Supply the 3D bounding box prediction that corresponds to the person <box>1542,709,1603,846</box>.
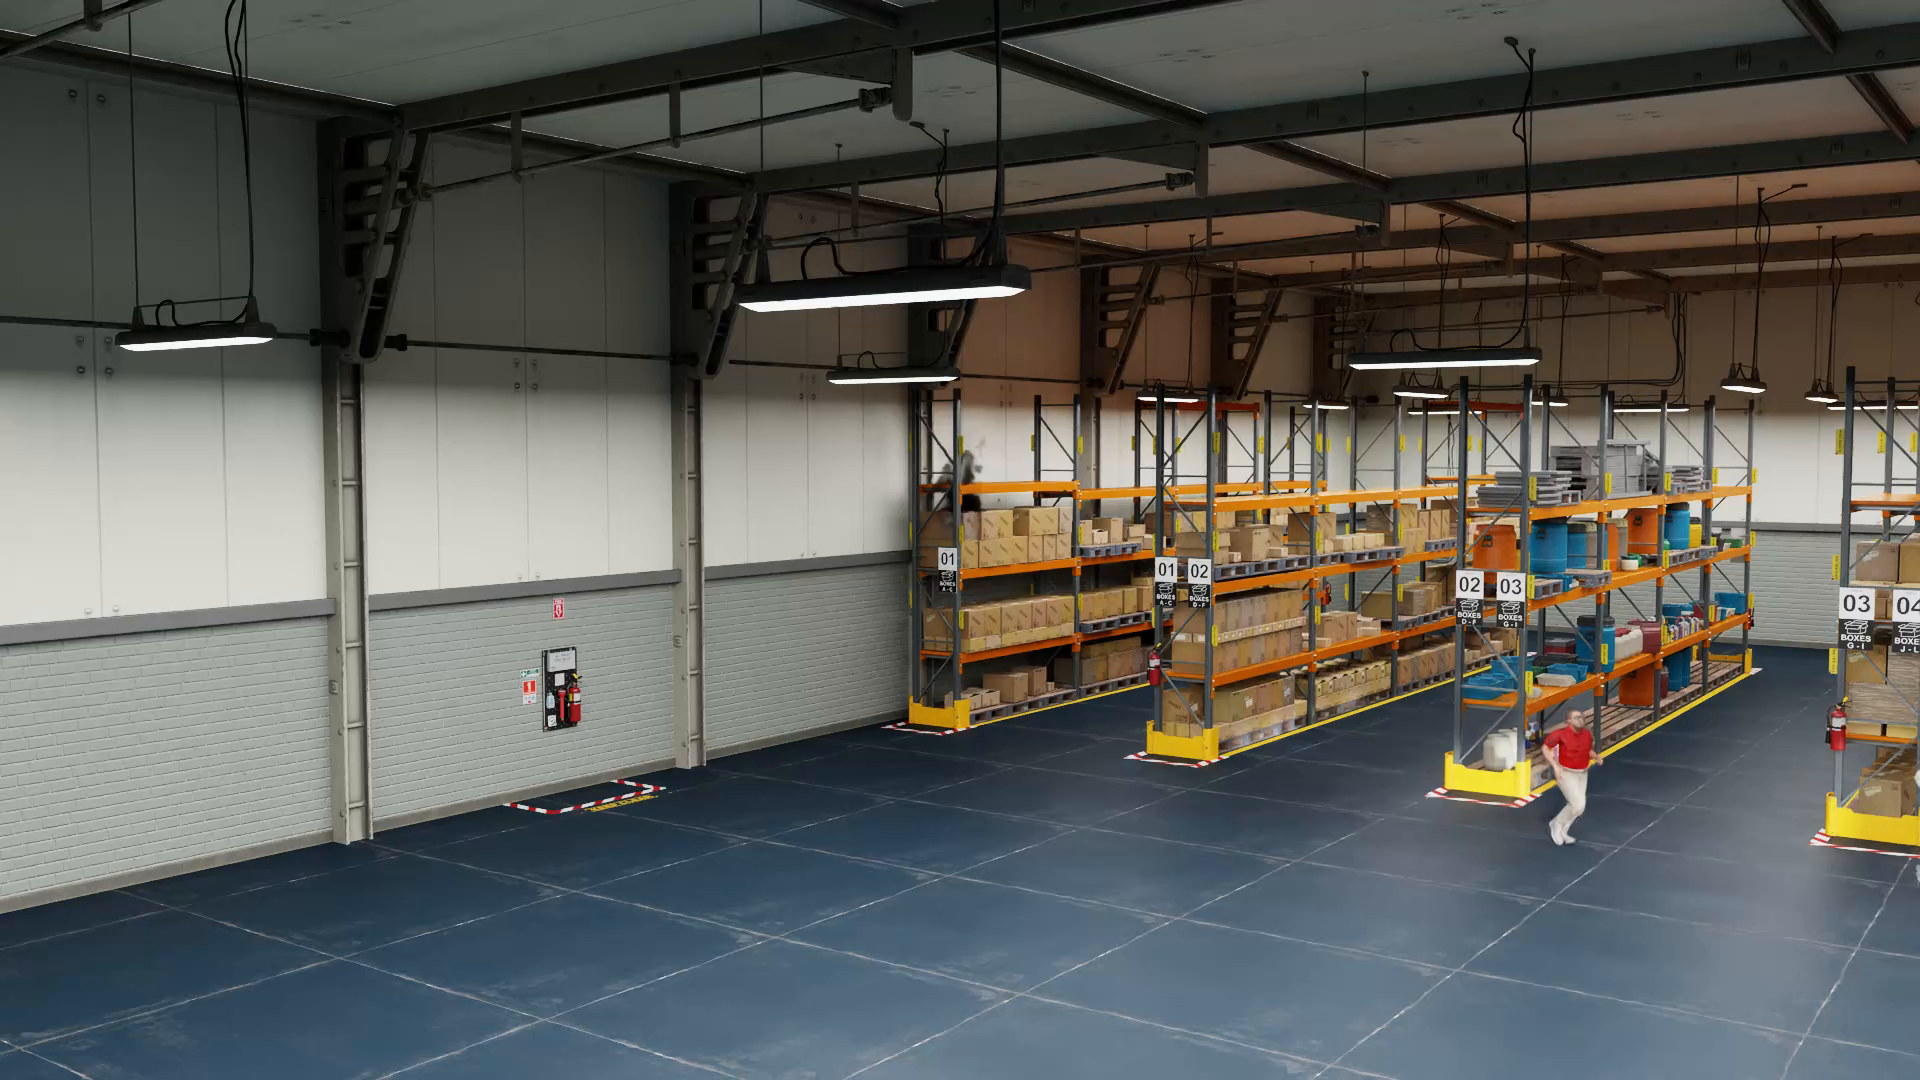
[{"bbox_3d":[7.691,2.971,20.753,0.638,1.711,0.647,-1,4,-24],"label":"person"}]
